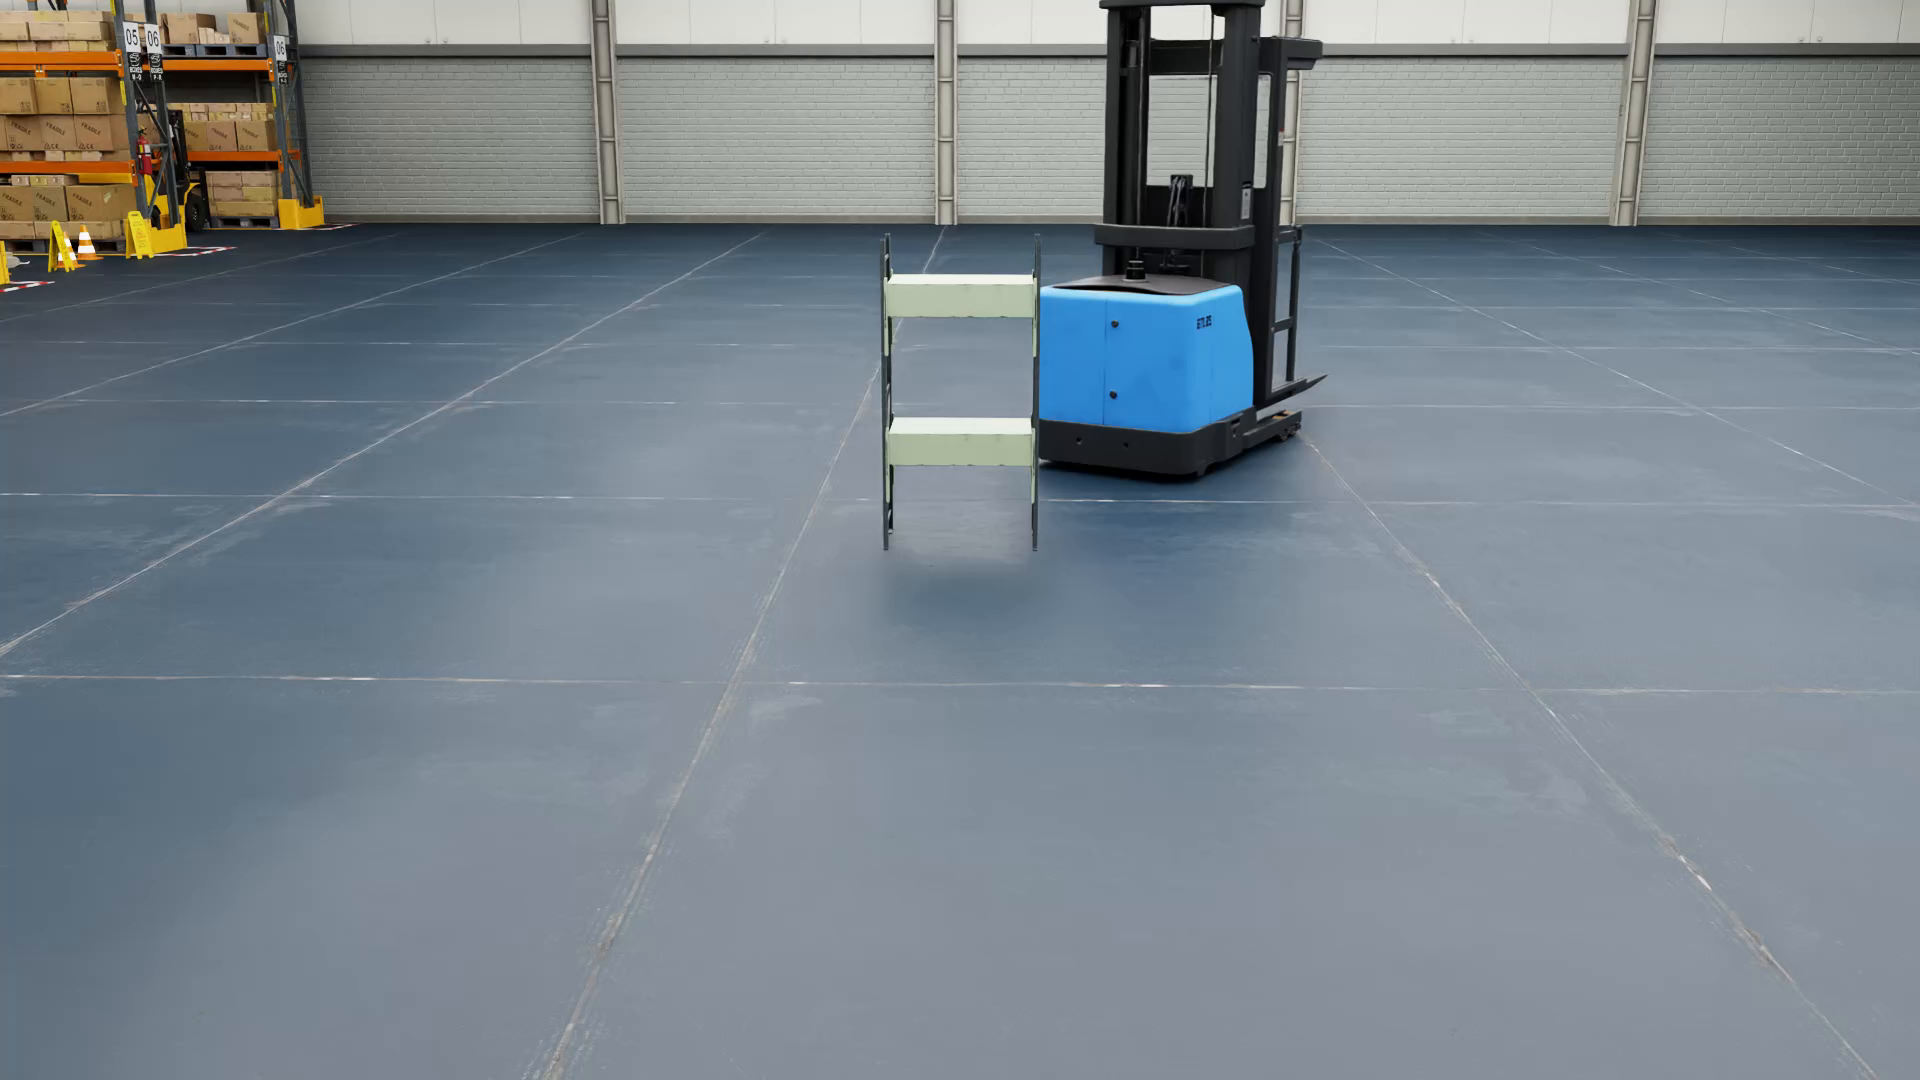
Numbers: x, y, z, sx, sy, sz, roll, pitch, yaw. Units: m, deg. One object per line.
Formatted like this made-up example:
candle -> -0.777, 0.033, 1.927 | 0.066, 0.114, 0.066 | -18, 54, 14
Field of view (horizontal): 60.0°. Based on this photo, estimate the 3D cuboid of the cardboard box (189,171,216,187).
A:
cardboard box -> -13.052, -6.239, 28.715 | 0.500, 0.250, 0.500 | 1, 15, 2

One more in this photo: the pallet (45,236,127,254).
pallet -> -12.578, -4.357, 24.440 | 1.213, 0.211, 1.003 | 0, 15, 1

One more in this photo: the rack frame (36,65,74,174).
rack frame -> -15.567, -6.982, 28.925 | 0.127, 3.000, 1.000 | 0, 15, 1

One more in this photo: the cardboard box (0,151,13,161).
cardboard box -> -13.598, -5.532, 23.919 | 0.250, 0.149, 0.380 | 0, 15, 1

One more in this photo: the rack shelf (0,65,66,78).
rack shelf -> -17.566, -8.098, 28.683 | 4.000, 0.370, 1.077 | 0, 15, 1

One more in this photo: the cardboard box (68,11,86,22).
cardboard box -> -12.294, -7.343, 23.342 | 0.250, 0.149, 0.380 | 1, 15, 2

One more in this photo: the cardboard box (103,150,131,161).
cardboard box -> -12.070, -5.517, 23.862 | 0.250, 0.149, 0.380 | 1, 15, 3

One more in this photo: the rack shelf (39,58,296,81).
rack shelf -> -13.567, -8.072, 28.584 | 4.000, 0.370, 1.077 | 0, 15, 1

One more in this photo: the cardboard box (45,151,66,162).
cardboard box -> -12.840, -5.491, 23.765 | 0.250, 0.149, 0.380 | 1, 15, 2

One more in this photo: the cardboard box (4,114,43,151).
cardboard box -> -13.241, -5.824, 23.757 | 0.500, 0.500, 0.500 | 0, 15, 1

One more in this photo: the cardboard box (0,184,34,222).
cardboard box -> -13.525, -4.873, 24.026 | 0.500, 0.500, 0.500 | 0, 15, 0

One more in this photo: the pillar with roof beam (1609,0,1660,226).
pillar with roof beam -> 11.641, -8.837, 24.195 | 0.400, 9.000, 9.100 | 0, 15, 1

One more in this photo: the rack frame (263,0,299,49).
rack frame -> -11.568, -9.857, 28.060 | 0.127, 3.000, 1.000 | 0, 15, 1

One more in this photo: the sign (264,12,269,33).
sign -> -11.596, -8.658, 27.816 | 0.005, 0.325, 0.100 | 0, 15, 1

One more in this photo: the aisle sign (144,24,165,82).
aisle sign -> -11.621, -7.026, 23.994 | 0.004, 0.787, 0.394 | 0, 15, 1

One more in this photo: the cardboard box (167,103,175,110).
cardboard box -> -13.465, -7.419, 28.530 | 0.250, 0.149, 0.380 | 1, 15, 2

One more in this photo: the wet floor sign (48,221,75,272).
wet floor sign -> -11.637, -3.794, 21.454 | 0.232, 0.644, 0.267 | -2, 15, -8

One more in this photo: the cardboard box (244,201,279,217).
cardboard box -> -12.046, -5.752, 28.829 | 0.500, 0.250, 0.500 | 0, 15, 2

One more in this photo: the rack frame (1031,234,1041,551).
rack frame -> 0.373, -0.723, 8.139 | 0.023, 1.500, 0.400 | 0, 15, 1

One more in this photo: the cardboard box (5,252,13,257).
cardboard box -> -13.052, -3.805, 22.471 | 0.250, 0.149, 0.380 | 9, 17, 30

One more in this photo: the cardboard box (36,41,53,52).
cardboard box -> -12.821, -6.972, 23.500 | 0.250, 0.149, 0.380 | 0, 15, 2

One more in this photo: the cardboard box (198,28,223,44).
cardboard box -> -12.658, -8.523, 28.127 | 0.258, 0.266, 0.396 | 0, 15, 2

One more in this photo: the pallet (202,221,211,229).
pallet -> -13.550, -5.611, 29.193 | 1.213, 0.211, 1.003 | 0, 15, 1

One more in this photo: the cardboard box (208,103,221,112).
cardboard box -> -12.688, -7.420, 28.532 | 0.250, 0.149, 0.380 | 0, 15, 2

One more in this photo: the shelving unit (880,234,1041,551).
shelving unit -> 0.007, -0.725, 8.149 | 0.755, 1.500, 0.431 | 0, 15, 1

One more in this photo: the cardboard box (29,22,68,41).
cardboard box -> -12.712, -7.154, 23.405 | 0.500, 0.250, 0.500 | 0, 15, 1

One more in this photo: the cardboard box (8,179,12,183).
cardboard box -> -16.089, -6.038, 29.176 | 0.625, 0.625, 0.875 | 1, 15, 4

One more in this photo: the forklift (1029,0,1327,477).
forklift -> 1.593, -2.110, 10.591 | 1.130, 2.935, 3.031 | 9, 17, 29

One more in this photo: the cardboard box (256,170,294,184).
cardboard box -> -12.044, -6.365, 29.190 | 0.500, 0.250, 0.500 | 0, 15, 1

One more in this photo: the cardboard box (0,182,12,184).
cardboard box -> -14.073, -5.011, 24.551 | 0.500, 0.500, 0.500 | 1, 15, 4

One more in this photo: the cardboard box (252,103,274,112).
cardboard box -> -11.931, -7.411, 28.497 | 0.250, 0.149, 0.380 | 0, 15, 2

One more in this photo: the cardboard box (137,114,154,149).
cardboard box -> -12.158, -5.956, 24.257 | 0.500, 0.500, 0.500 | 0, 15, 1

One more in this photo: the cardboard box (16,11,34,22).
cardboard box -> -13.046, -7.358, 23.399 | 0.250, 0.149, 0.380 | 0, 15, 1

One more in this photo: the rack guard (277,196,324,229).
rack guard -> -11.544, -5.747, 29.144 | 0.348, 0.500, 1.175 | 0, 15, 1

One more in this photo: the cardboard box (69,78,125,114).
cardboard box -> -12.207, -6.314, 23.651 | 0.500, 0.500, 0.700 | 0, 15, 0

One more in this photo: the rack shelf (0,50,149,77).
rack shelf -> -13.690, -6.806, 23.786 | 4.000, 0.370, 1.077 | 0, 15, 1

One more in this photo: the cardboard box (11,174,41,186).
cardboard box -> -13.382, -5.169, 23.876 | 0.250, 0.149, 0.380 | 1, 15, 4

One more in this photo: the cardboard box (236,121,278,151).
cardboard box -> -12.067, -6.941, 28.571 | 0.500, 0.500, 0.500 | 0, 15, 0

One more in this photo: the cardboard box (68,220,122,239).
cardboard box -> -12.530, -4.501, 24.085 | 0.500, 0.250, 0.500 | 0, 15, 1

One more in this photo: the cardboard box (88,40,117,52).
cardboard box -> -12.055, -6.950, 23.416 | 0.250, 0.149, 0.380 | 0, 15, 2

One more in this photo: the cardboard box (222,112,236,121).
cardboard box -> -12.436, -7.260, 28.511 | 0.250, 0.149, 0.380 | 1, 15, 2

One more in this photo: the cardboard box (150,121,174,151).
cardboard box -> -13.600, -6.950, 28.607 | 0.500, 0.500, 0.500 | 0, 15, 2

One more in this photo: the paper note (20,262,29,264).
paper note -> -12.687, -3.753, 22.506 | 0.142, 0.019, 0.148 | -5, 16, -18

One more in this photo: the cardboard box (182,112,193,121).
cardboard box -> -13.205, -7.251, 28.476 | 0.250, 0.149, 0.380 | 0, 15, 2

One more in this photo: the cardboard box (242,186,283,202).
cardboard box -> -12.063, -5.995, 28.769 | 0.500, 0.250, 0.500 | 0, 15, 1

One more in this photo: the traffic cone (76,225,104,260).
traffic cone -> -12.154, -4.137, 23.115 | 0.334, 0.463, 0.336 | 0, 15, 1

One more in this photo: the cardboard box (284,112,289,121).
cardboard box -> -11.901, -7.386, 28.989 | 0.250, 0.149, 0.380 | 0, 15, 0
